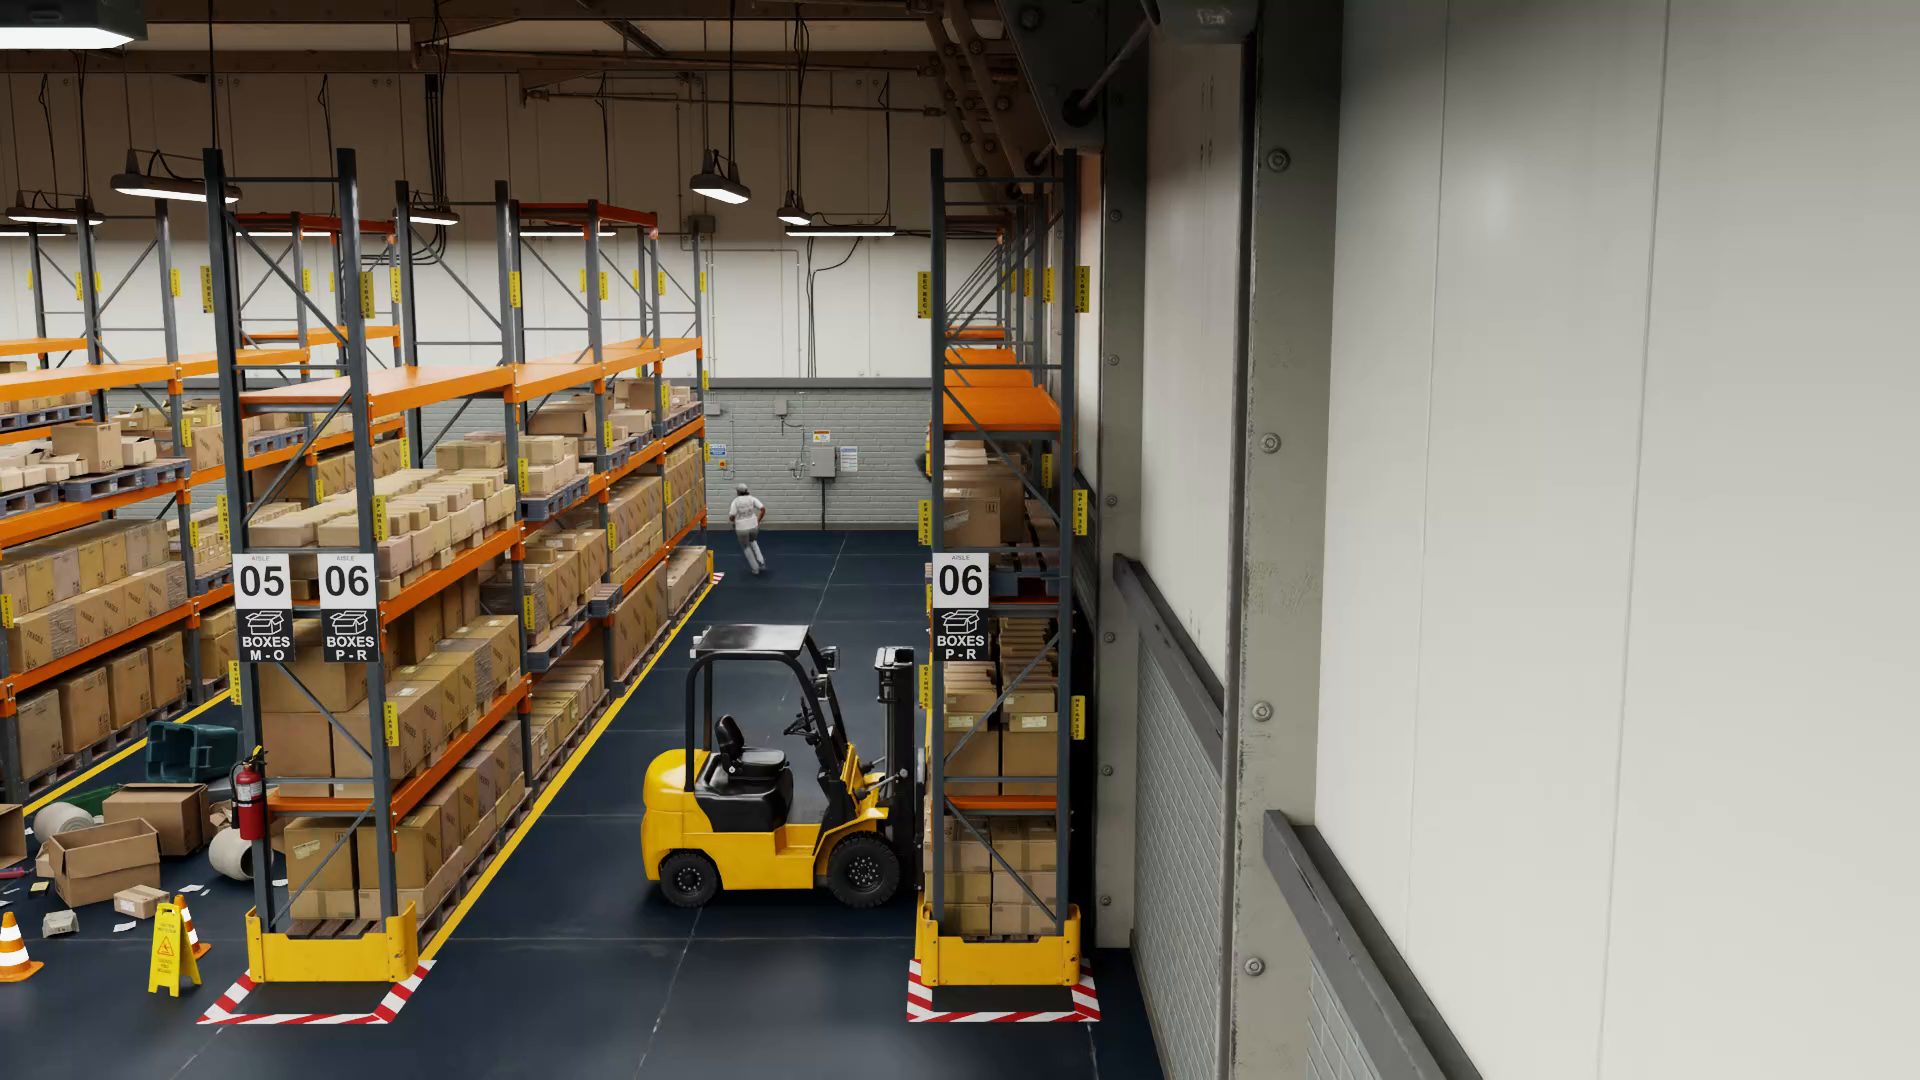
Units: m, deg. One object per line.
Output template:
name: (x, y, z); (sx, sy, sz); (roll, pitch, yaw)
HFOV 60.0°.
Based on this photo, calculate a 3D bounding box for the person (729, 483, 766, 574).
person: (-3.675, -0.200, 28.744); (0.743, 1.609, 0.553); (-5, 10, -28)
